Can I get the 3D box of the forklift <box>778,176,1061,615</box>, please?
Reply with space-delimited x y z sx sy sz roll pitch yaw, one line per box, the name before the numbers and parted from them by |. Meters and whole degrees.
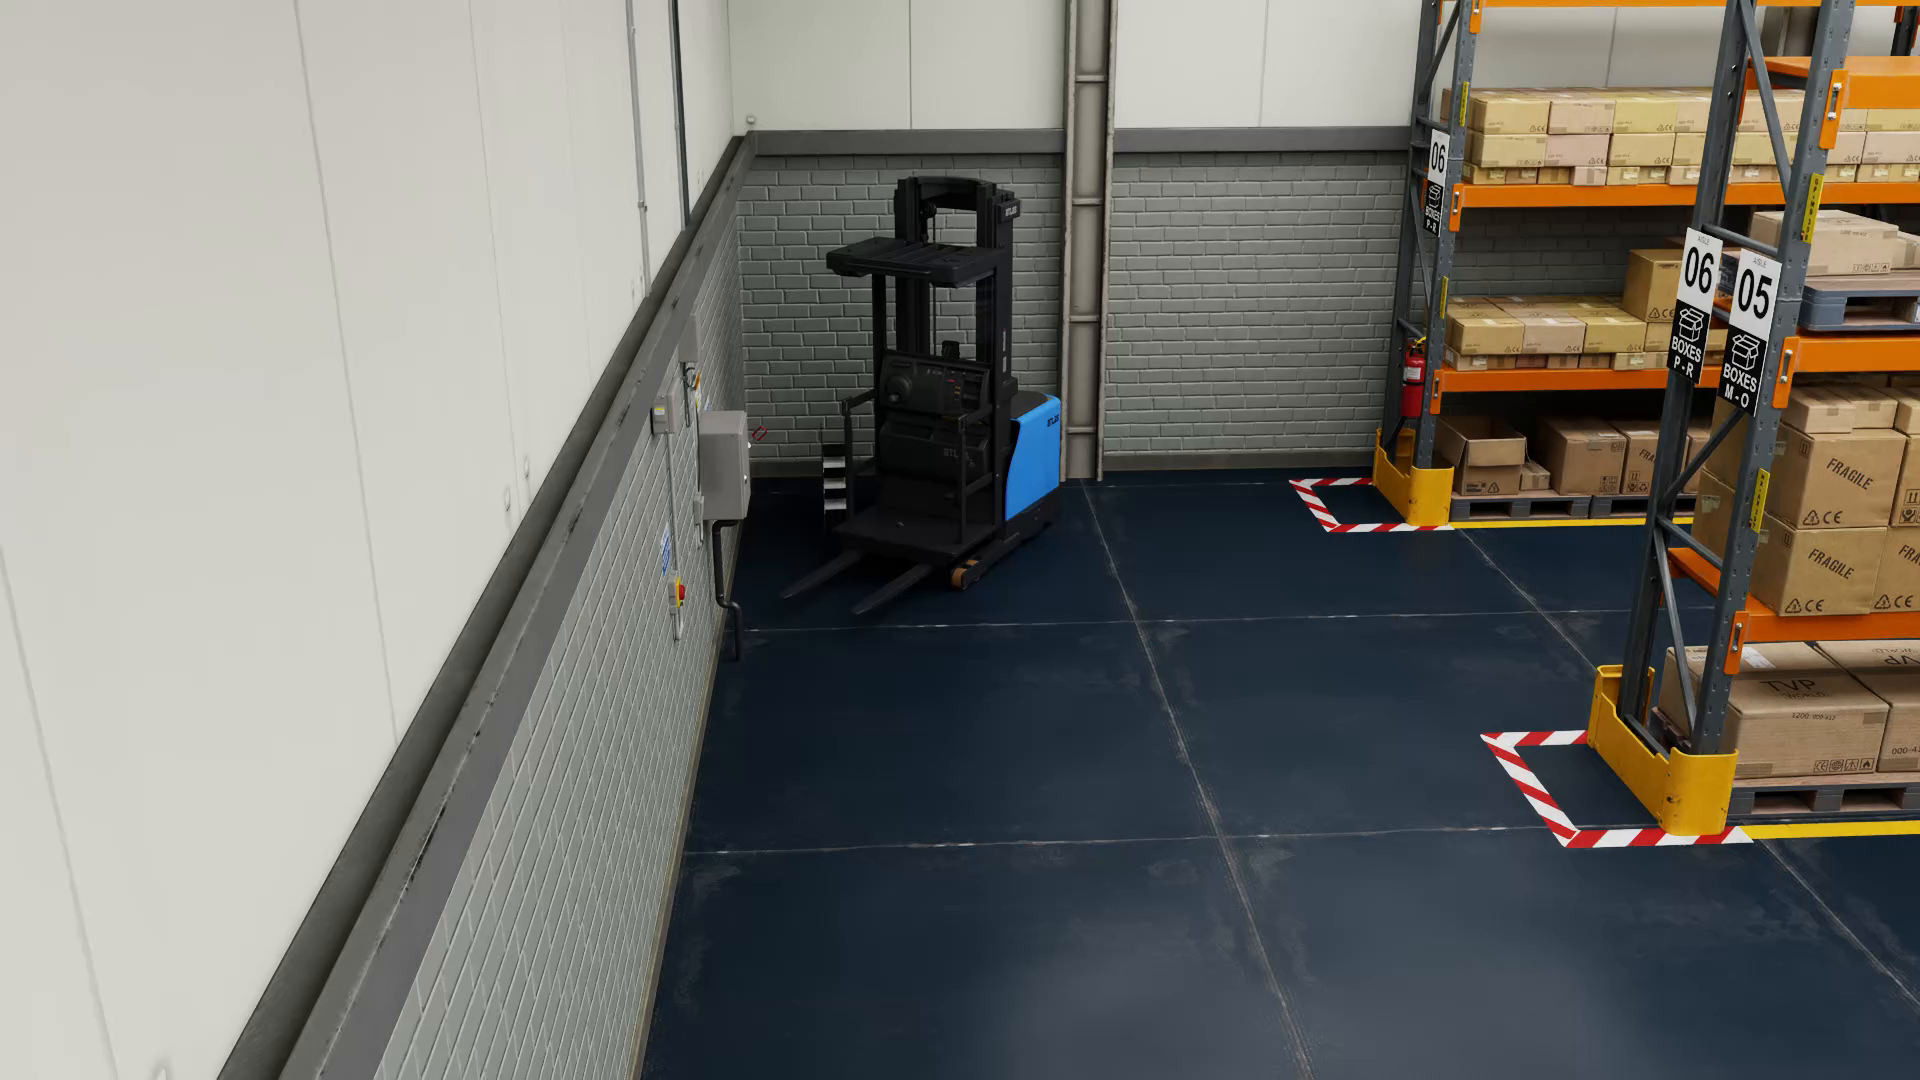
forklift | -0.296 -1.174 12.586 1.130 2.935 3.031 11 23 26

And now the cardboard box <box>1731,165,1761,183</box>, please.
cardboard box | 6.200 -2.964 13.329 0.250 0.149 0.380 -1 21 -3

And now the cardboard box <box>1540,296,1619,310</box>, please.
cardboard box | 5.280 -1.914 14.225 0.500 0.250 0.500 -1 21 -1

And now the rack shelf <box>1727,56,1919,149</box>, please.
rack shelf | 6.111 -2.281 8.538 4.000 0.370 1.077 -1 21 -3

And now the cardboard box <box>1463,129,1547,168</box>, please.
cardboard box | 4.285 -3.106 13.139 0.500 0.250 0.500 -1 21 -4

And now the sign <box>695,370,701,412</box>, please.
sign | -1.692 -0.948 10.735 0.001 0.242 0.339 -1 21 -3

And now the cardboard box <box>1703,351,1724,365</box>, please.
cardboard box | 6.219 -1.587 13.928 0.250 0.149 0.380 -1 21 -2

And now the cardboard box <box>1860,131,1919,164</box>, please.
cardboard box | 7.353 -3.176 13.325 0.500 0.250 0.500 -1 21 -3

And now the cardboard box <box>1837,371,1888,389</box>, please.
cardboard box | 4.966 -0.904 9.323 0.250 0.149 0.380 -1 21 -4

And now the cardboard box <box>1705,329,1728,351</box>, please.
cardboard box | 6.328 -1.755 13.808 0.500 0.250 0.500 -1 21 -3

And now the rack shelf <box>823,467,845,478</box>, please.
rack shelf | -1.023 -0.548 13.636 0.200 0.077 0.258 -2 21 -6

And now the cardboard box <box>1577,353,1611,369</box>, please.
cardboard box | 5.203 -1.545 13.816 0.250 0.149 0.380 -1 21 -2

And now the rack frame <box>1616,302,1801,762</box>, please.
rack frame | 4.114 0.040 9.300 0.127 3.000 1.000 -1 21 -3

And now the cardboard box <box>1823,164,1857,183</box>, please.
cardboard box | 6.965 -2.970 13.344 0.250 0.149 0.380 0 21 -1

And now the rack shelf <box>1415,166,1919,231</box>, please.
rack shelf | 5.823 -2.829 13.632 4.000 0.370 1.077 -1 21 -3

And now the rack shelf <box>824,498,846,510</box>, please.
rack shelf | -1.023 -0.295 13.732 0.200 0.077 0.258 -2 21 -6

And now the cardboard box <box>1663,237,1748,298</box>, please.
cardboard box | 6.318 -2.288 14.153 0.500 0.500 0.500 -2 21 -5

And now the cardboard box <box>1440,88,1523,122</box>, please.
cardboard box | 4.254 -3.536 13.566 0.500 0.250 0.500 -2 21 -5

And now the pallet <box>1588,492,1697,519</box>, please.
pallet | 5.914 -0.461 14.537 1.213 0.211 1.003 -1 21 -3

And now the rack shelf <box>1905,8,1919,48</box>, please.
rack shelf | 9.817 -4.125 13.382 4.000 0.370 1.077 -1 21 -3

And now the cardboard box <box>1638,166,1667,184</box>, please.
cardboard box | 5.435 -2.948 13.287 0.250 0.149 0.380 -1 21 -4

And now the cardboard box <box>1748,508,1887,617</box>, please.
cardboard box | 4.609 0.086 9.040 0.500 0.500 0.500 -1 21 -3

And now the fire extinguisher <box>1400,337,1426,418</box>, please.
fire extinguisher | 3.706 -1.345 13.572 0.183 0.674 0.296 -1 21 -3

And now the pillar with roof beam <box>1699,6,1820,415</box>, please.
pillar with roof beam | 7.319 -3.385 9.864 0.400 9.000 9.100 -1 21 -3

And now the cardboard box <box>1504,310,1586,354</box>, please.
cardboard box | 4.798 -1.716 13.704 0.500 0.250 0.500 -1 21 -2

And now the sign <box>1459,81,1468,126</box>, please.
sign | 3.858 -3.340 12.735 0.005 0.325 0.100 -1 21 -3

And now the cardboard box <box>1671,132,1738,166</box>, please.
cardboard box | 5.818 -3.148 13.251 0.500 0.250 0.500 -1 21 -4

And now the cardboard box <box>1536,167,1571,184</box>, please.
cardboard box | 4.676 -2.945 13.278 0.250 0.149 0.380 -1 21 -3

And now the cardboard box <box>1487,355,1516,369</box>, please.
cardboard box | 4.422 -1.536 13.794 0.250 0.149 0.380 -1 21 -2

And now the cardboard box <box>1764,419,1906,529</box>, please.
cardboard box | 4.609 -0.382 8.864 0.500 0.500 0.500 -2 21 -4

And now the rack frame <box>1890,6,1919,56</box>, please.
rack frame | 7.820 -4.608 13.077 0.127 3.000 1.000 -1 21 -3

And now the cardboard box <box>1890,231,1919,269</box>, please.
cardboard box | 4.972 -1.565 8.923 0.250 0.149 0.380 -3 21 -7

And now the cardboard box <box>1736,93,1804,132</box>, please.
cardboard box | 6.317 -3.392 13.189 0.500 0.250 0.500 -1 21 -2

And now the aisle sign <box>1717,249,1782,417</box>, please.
aisle sign | 4.058 -1.070 8.563 0.004 0.787 0.394 -1 21 -3

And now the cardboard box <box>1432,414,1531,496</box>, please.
cardboard box | 4.443 -0.731 14.244 0.637 0.503 0.797 -2 21 -5

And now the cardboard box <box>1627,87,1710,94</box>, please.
cardboard box | 5.789 -3.561 13.632 0.500 0.250 0.500 -1 21 -3

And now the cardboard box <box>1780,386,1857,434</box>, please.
cardboard box | 4.484 -0.686 8.749 0.250 0.149 0.380 -1 21 -2

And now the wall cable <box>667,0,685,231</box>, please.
wall cable | -1.589 -2.815 8.368 0.029 3.000 2.355 -1 21 -3

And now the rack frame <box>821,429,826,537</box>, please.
rack frame | -1.124 -0.491 13.645 0.006 0.900 0.240 -2 21 -6

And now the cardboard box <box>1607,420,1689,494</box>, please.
cardboard box | 5.832 -0.709 14.189 0.500 0.500 0.500 -1 21 -2

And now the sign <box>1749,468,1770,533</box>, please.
sign | 4.139 -0.204 8.613 0.005 0.325 0.100 -1 21 -3

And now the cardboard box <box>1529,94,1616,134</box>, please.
cardboard box | 4.793 -3.351 13.081 0.500 0.250 0.500 -1 21 -3

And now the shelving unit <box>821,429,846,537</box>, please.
shelving unit | -1.023 -0.495 13.656 0.210 0.900 0.258 -2 21 -6
